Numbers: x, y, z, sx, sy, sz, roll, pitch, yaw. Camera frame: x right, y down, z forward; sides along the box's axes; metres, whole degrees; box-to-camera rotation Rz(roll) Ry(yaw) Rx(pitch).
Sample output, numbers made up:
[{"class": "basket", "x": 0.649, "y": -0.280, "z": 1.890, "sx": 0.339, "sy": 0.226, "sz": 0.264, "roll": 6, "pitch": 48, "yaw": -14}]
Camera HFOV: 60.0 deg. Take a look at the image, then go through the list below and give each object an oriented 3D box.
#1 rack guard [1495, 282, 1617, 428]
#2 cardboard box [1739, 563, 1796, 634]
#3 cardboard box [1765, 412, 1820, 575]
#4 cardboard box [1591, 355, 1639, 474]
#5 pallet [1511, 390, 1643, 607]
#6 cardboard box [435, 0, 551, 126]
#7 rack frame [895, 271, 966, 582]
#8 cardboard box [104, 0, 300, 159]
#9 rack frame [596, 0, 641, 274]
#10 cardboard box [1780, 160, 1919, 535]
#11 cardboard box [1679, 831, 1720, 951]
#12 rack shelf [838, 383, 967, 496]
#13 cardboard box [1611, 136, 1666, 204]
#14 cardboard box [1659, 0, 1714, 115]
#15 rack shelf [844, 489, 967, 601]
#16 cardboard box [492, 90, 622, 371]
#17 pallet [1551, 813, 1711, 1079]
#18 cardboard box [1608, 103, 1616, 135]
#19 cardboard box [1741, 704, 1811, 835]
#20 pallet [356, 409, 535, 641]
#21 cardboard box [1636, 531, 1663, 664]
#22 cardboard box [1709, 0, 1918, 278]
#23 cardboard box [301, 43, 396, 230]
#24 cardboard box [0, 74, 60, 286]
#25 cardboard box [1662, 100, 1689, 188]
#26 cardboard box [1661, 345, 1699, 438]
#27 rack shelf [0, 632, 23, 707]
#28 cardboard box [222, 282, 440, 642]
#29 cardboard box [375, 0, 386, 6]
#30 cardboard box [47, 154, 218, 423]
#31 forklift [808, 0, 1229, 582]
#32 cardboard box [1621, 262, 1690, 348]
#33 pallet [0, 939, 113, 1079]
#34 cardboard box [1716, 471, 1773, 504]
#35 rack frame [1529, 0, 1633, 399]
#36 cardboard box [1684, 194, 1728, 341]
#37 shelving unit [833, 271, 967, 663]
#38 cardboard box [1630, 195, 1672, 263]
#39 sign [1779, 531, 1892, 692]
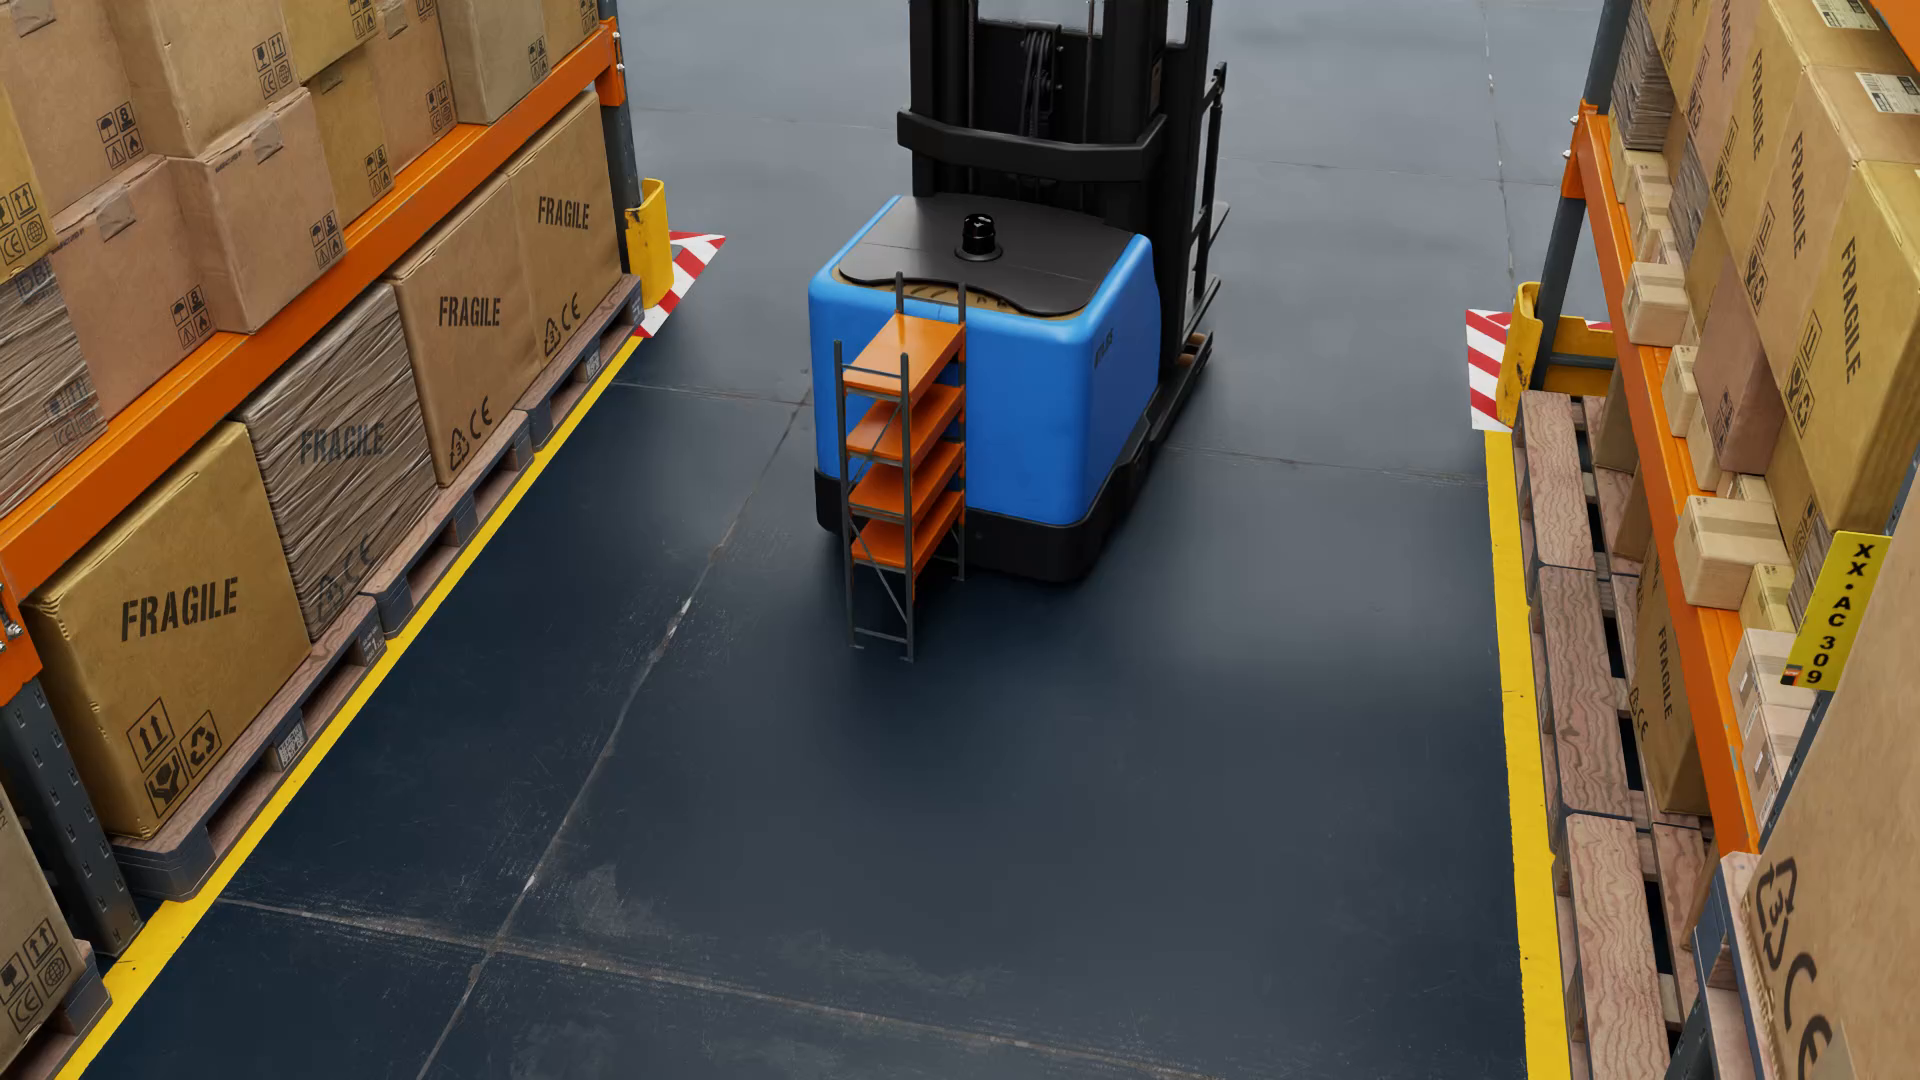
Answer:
[{"class": "rack guard", "x": 2.842, "y": -0.700, "z": 6.789, "sx": 1.175, "sy": 0.500, "sz": 0.348, "roll": 7, "pitch": 37, "yaw": 10}, {"class": "cardboard box", "x": 1.937, "y": 0.201, "z": 3.630, "sx": 0.380, "sy": 0.149, "sz": 0.250, "roll": 7, "pitch": 37, "yaw": 10}, {"class": "cardboard box", "x": 2.302, "y": -0.156, "z": 3.570, "sx": 0.875, "sy": 0.500, "sz": 0.500, "roll": 7, "pitch": 37, "yaw": 10}, {"class": "cardboard box", "x": 2.709, "y": -0.557, "z": 6.235, "sx": 0.500, "sy": 0.500, "sz": 0.500, "roll": 14, "pitch": 38, "yaw": 19}, {"class": "pallet", "x": 2.634, "y": -0.121, "z": 6.238, "sx": 1.003, "sy": 0.211, "sz": 1.213, "roll": 7, "pitch": 37, "yaw": 10}, {"class": "cardboard box", "x": -2.097, "y": -1.959, "z": 6.270, "sx": 0.875, "sy": 0.550, "sz": 0.550, "roll": 7, "pitch": 37, "yaw": 10}, {"class": "rack frame", "x": -0.095, "y": -0.361, "z": 5.726, "sx": 0.240, "sy": 1.200, "sz": 0.015, "roll": 13, "pitch": 38, "yaw": 17}, {"class": "cardboard box", "x": -2.454, "y": -1.469, "z": 4.673, "sx": 0.875, "sy": 0.550, "sz": 0.550, "roll": 7, "pitch": 37, "yaw": 10}, {"class": "rack frame", "x": -1.966, "y": -2.435, "z": 7.054, "sx": 1.000, "sy": 3.000, "sz": 0.127, "roll": 7, "pitch": 37, "yaw": 10}, {"class": "cardboard box", "x": 1.831, "y": -0.321, "z": 2.945, "sx": 0.500, "sy": 0.500, "sz": 0.500, "roll": 7, "pitch": 37, "yaw": 10}, {"class": "cardboard box", "x": 2.243, "y": 0.826, "z": 4.326, "sx": 0.500, "sy": 0.500, "sz": 0.500, "roll": 19, "pitch": 40, "yaw": 24}, {"class": "rack shelf", "x": -0.182, "y": -0.354, "z": 5.450, "sx": 0.258, "sy": 0.148, "sz": 0.480, "roll": 13, "pitch": 38, "yaw": 17}, {"class": "cardboard box", "x": 2.424, "y": -1.238, "z": 5.616, "sx": 0.380, "sy": 0.149, "sz": 0.250, "roll": 7, "pitch": 37, "yaw": 10}, {"class": "cardboard box", "x": 2.255, "y": -1.467, "z": 4.528, "sx": 0.500, "sy": 0.500, "sz": 0.500, "roll": 7, "pitch": 37, "yaw": 10}, {"class": "rack shelf", "x": -0.182, "y": -0.012, "z": 5.698, "sx": 0.258, "sy": 0.148, "sz": 0.480, "roll": 13, "pitch": 38, "yaw": 17}, {"class": "cardboard box", "x": -2.046, "y": -1.348, "z": 7.006, "sx": 0.875, "sy": 0.875, "sz": 0.875, "roll": 8, "pitch": 37, "yaw": 10}, {"class": "pallet", "x": 2.113, "y": 1.277, "z": 4.308, "sx": 1.003, "sy": 0.211, "sz": 1.213, "roll": 7, "pitch": 37, "yaw": 10}, {"class": "cardboard box", "x": 2.564, "y": -1.520, "z": 6.006, "sx": 0.380, "sy": 0.149, "sz": 0.250, "roll": 7, "pitch": 37, "yaw": 10}, {"class": "cardboard box", "x": 1.763, "y": 0.479, "z": 3.247, "sx": 0.380, "sy": 0.149, "sz": 0.250, "roll": 7, "pitch": 37, "yaw": 10}, {"class": "pallet", "x": -2.323, "y": -0.140, "z": 6.264, "sx": 1.003, "sy": 0.211, "sz": 1.213, "roll": 7, "pitch": 37, "yaw": 10}, {"class": "cardboard box", "x": 2.462, "y": 0.146, "z": 5.265, "sx": 0.500, "sy": 0.500, "sz": 0.500, "roll": 11, "pitch": 37, "yaw": 14}, {"class": "cardboard box", "x": 2.044, "y": -0.894, "z": 3.737, "sx": 0.500, "sy": 0.500, "sz": 0.500, "roll": 7, "pitch": 37, "yaw": 10}, {"class": "cardboard box", "x": -2.412, "y": -1.345, "z": 5.422, "sx": 0.875, "sy": 0.550, "sz": 0.500, "roll": 7, "pitch": 37, "yaw": 10}, {"class": "cardboard box", "x": -2.708, "y": -0.847, "z": 3.815, "sx": 0.875, "sy": 0.550, "sz": 0.550, "roll": 7, "pitch": 37, "yaw": 10}, {"class": "cardboard box", "x": 2.724, "y": -1.303, "z": 5.153, "sx": 0.875, "sy": 0.500, "sz": 0.500, "roll": 7, "pitch": 37, "yaw": 10}, {"class": "cardboard box", "x": 2.097, "y": -0.379, "z": 4.431, "sx": 0.380, "sy": 0.149, "sz": 0.250, "roll": 7, "pitch": 37, "yaw": 10}, {"class": "rack shelf", "x": -3.247, "y": 1.296, "z": 2.519, "sx": 1.077, "sy": 0.370, "sz": 4.000, "roll": 7, "pitch": 37, "yaw": 10}, {"class": "cardboard box", "x": -2.429, "y": -0.321, "z": 5.589, "sx": 0.875, "sy": 0.875, "sz": 0.875, "roll": 8, "pitch": 37, "yaw": 10}, {"class": "cardboard box", "x": -2.362, "y": -2.094, "z": 5.536, "sx": 0.875, "sy": 0.550, "sz": 0.550, "roll": 7, "pitch": 37, "yaw": 10}, {"class": "cardboard box", "x": -2.658, "y": -0.734, "z": 4.579, "sx": 0.875, "sy": 0.550, "sz": 0.550, "roll": 7, "pitch": 37, "yaw": 10}, {"class": "forklift", "x": 0.462, "y": -1.899, "z": 6.372, "sx": 1.130, "sy": 2.935, "sz": 3.031, "roll": 13, "pitch": 38, "yaw": 17}, {"class": "cardboard box", "x": 2.149, "y": -0.672, "z": 4.836, "sx": 0.380, "sy": 0.149, "sz": 0.250, "roll": 7, "pitch": 37, "yaw": 10}, {"class": "pallet", "x": -2.911, "y": 1.439, "z": 4.085, "sx": 1.003, "sy": 0.211, "sz": 1.213, "roll": 7, "pitch": 37, "yaw": 10}, {"class": "cardboard box", "x": 2.064, "y": -0.083, "z": 4.022, "sx": 0.380, "sy": 0.149, "sz": 0.250, "roll": 7, "pitch": 37, "yaw": 10}, {"class": "rack frame", "x": 2.858, "y": -1.755, "z": 6.116, "sx": 1.000, "sy": 3.000, "sz": 0.127, "roll": 7, "pitch": 37, "yaw": 10}, {"class": "cardboard box", "x": 2.457, "y": -0.736, "z": 4.371, "sx": 0.875, "sy": 0.500, "sz": 0.500, "roll": 7, "pitch": 37, "yaw": 10}, {"class": "shelving unit", "x": -0.182, "y": -0.228, "z": 5.542, "sx": 0.258, "sy": 1.200, "sz": 0.503, "roll": 13, "pitch": 38, "yaw": 17}, {"class": "cardboard box", "x": 2.331, "y": -0.949, "z": 5.218, "sx": 0.380, "sy": 0.149, "sz": 0.250, "roll": 7, "pitch": 37, "yaw": 10}, {"class": "sign", "x": 1.472, "y": 0.124, "z": 2.786, "sx": 0.100, "sy": 0.325, "sz": 0.005, "roll": 7, "pitch": 37, "yaw": 10}]
